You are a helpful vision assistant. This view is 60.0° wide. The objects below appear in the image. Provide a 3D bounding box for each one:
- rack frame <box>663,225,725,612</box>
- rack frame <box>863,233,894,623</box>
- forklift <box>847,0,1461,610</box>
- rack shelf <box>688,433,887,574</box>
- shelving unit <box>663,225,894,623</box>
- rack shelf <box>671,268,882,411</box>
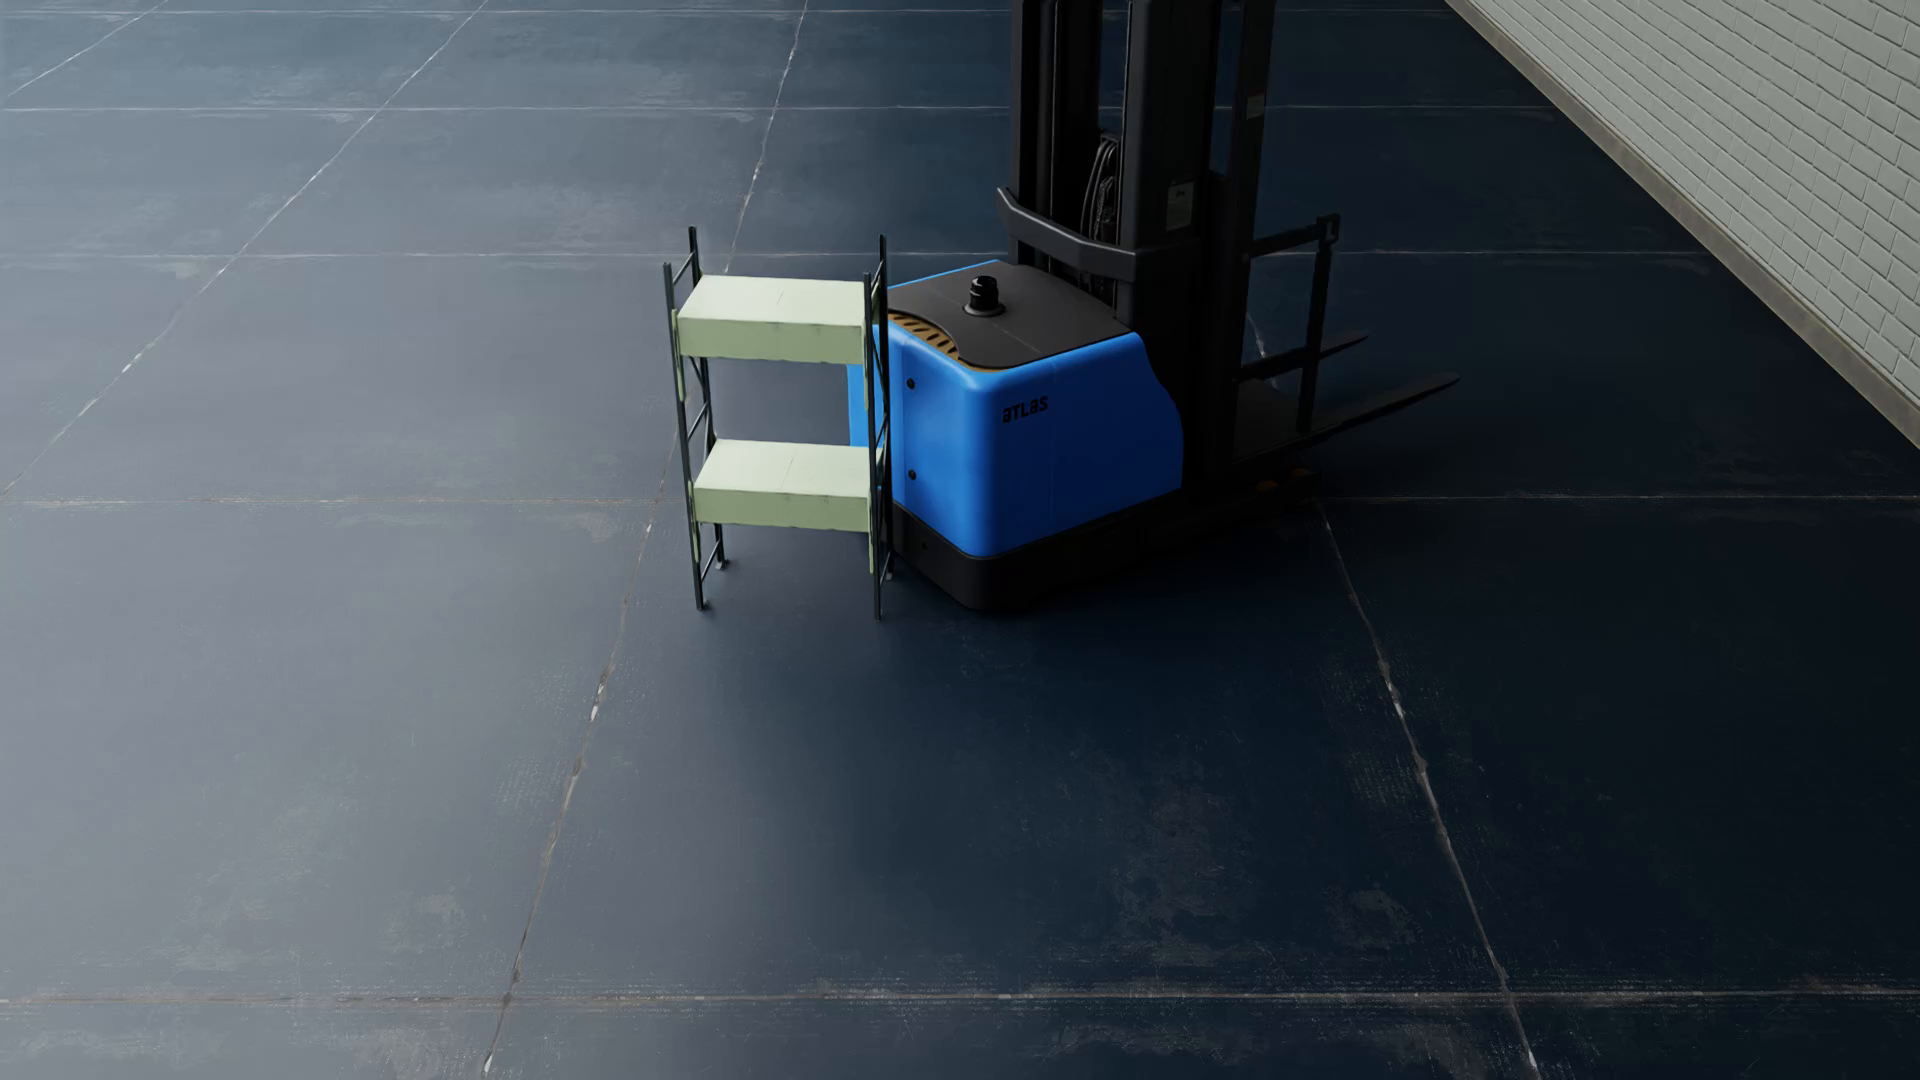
[{"bbox_3d":[-1.039,-0.453,6.551,0.023,1.500,0.400,3,31,6],"label":"rack frame"},{"bbox_3d":[-0.312,-0.410,6.479,0.023,1.500,0.400,3,31,6],"label":"rack frame"},{"bbox_3d":[1.017,-1.558,6.992,3.031,2.935,1.130,-20,36,-29],"label":"forklift"},{"bbox_3d":[-0.675,-0.153,6.684,0.720,0.370,0.431,3,31,6],"label":"rack shelf"},{"bbox_3d":[-0.675,-0.431,6.515,0.755,1.500,0.431,3,31,6],"label":"shelving unit"},{"bbox_3d":[-0.675,-0.765,6.313,0.720,0.370,0.431,3,31,6],"label":"rack shelf"}]
